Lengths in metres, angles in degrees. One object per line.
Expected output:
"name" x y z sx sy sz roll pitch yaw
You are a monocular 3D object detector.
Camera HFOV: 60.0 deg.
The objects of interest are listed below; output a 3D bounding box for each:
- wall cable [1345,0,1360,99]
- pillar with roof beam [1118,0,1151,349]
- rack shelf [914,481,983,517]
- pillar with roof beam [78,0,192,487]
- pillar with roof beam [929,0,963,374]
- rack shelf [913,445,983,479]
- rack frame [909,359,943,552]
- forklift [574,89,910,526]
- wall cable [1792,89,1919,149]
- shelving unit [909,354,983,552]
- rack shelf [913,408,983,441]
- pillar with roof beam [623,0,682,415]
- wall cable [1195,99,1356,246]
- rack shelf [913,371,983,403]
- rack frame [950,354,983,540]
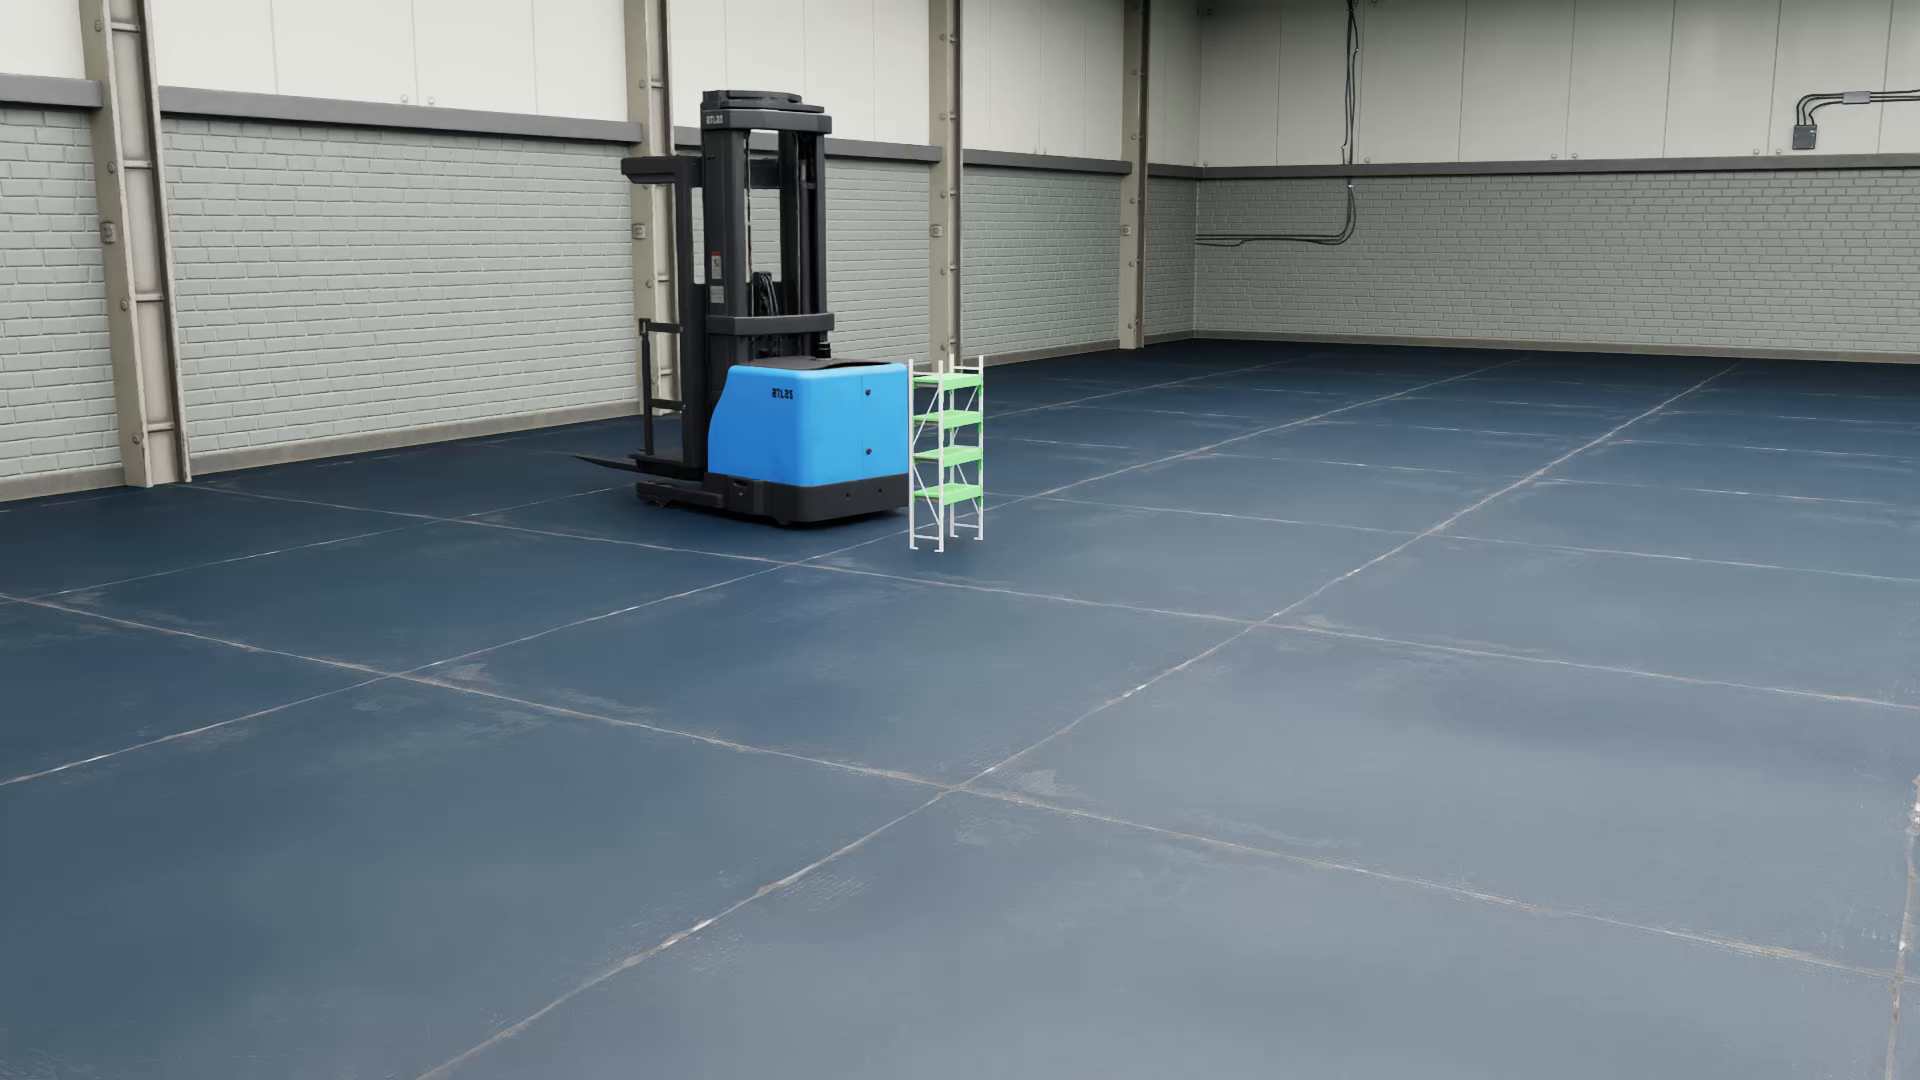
"wall cable" 7.895 -8.747 27.849 3.097 2.526 0.112 6 12 31
"pillar with roof beam" 6.602 -7.301 25.411 9.100 9.000 0.400 6 12 31
"rack shelf" -0.086 -0.265 10.675 0.258 0.148 0.480 6 12 31
"pillar with roof beam" -2.743 -4.470 10.290 9.100 9.000 0.400 6 12 31
"pillar with roof beam" 3.487 -6.357 20.371 9.100 9.000 0.400 6 12 31
"rack shelf" -0.086 -0.501 10.631 0.258 0.148 0.480 6 12 31
"rack frame" -0.213 -0.525 10.414 0.240 1.200 0.015 6 12 31
"forklift" -1.754 -1.744 12.217 3.031 2.935 1.130 10 15 43
"wall cable" 13.688 -8.811 24.237 2.305 6.003 0.169 6 12 31
"shelving unit" -0.086 -0.564 10.619 0.258 1.200 0.503 6 12 31
"rack shelf" -0.086 -0.737 10.587 0.258 0.148 0.480 6 12 31
"pillar with roof beam" 0.372 -5.413 15.331 9.100 9.000 0.400 6 12 31
"wall cable" 5.582 -6.523 29.694 3.097 2.526 0.112 6 12 31
"rack shelf" -0.086 -0.973 10.543 0.258 0.148 0.480 6 12 31
"rack frame" 0.041 -0.602 10.824 0.240 1.200 0.015 6 12 31
